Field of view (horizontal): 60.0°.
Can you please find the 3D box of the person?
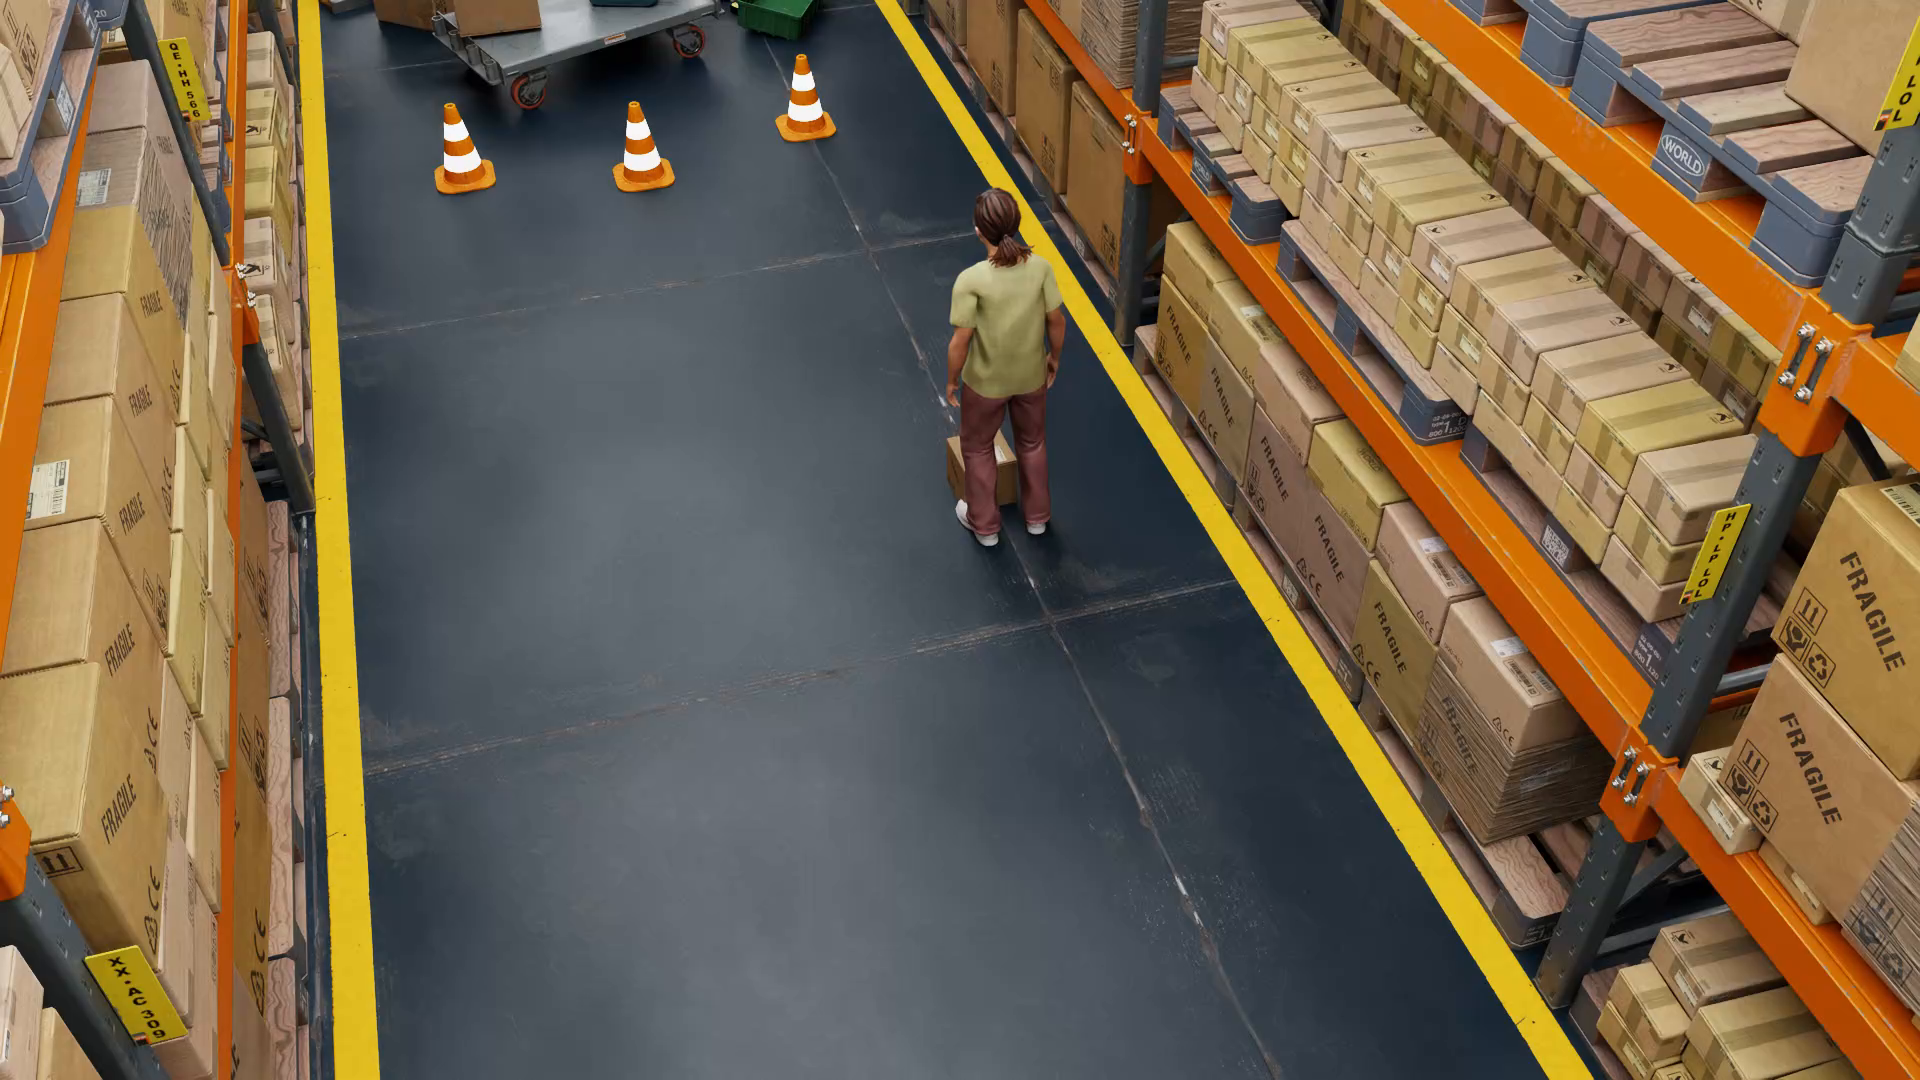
[{"bbox_3d":[0.176,-0.676,6.917,0.505,1.652,0.351,-13,44,-13],"label":"person"}]
